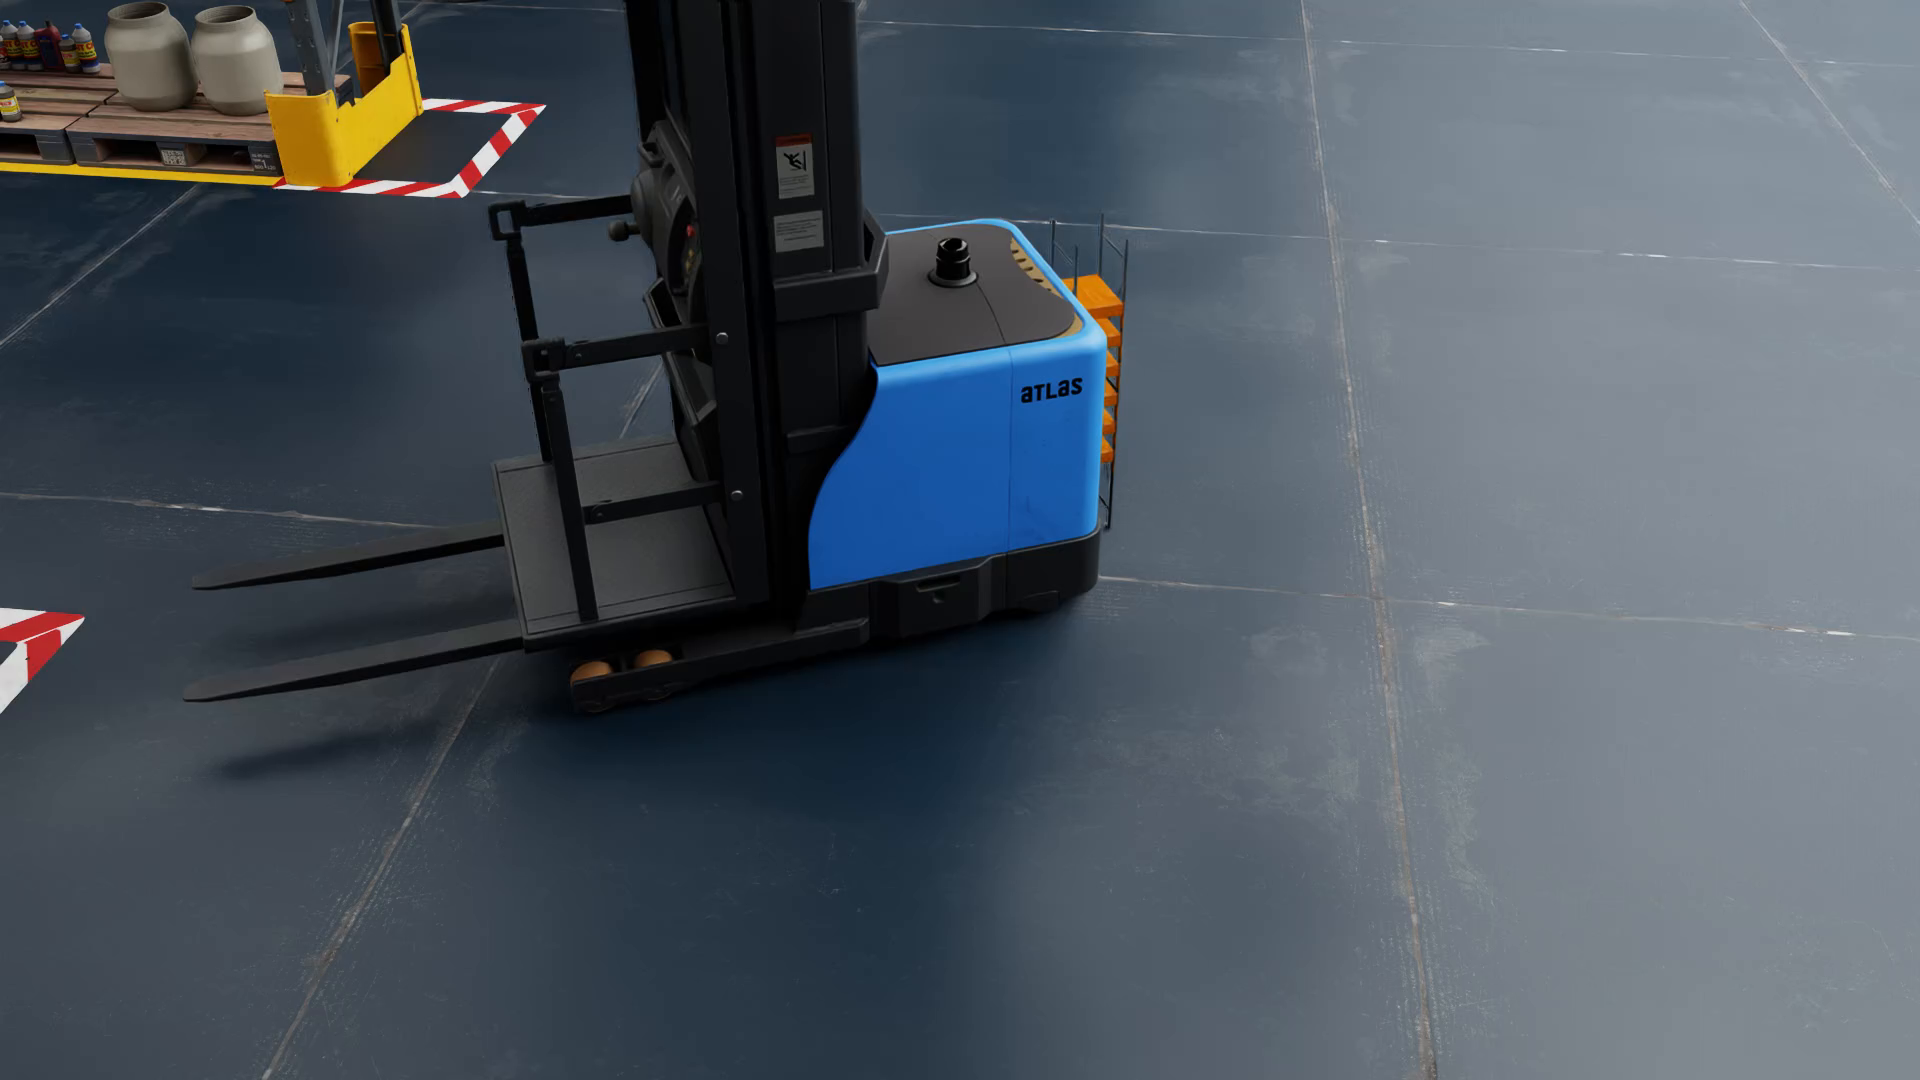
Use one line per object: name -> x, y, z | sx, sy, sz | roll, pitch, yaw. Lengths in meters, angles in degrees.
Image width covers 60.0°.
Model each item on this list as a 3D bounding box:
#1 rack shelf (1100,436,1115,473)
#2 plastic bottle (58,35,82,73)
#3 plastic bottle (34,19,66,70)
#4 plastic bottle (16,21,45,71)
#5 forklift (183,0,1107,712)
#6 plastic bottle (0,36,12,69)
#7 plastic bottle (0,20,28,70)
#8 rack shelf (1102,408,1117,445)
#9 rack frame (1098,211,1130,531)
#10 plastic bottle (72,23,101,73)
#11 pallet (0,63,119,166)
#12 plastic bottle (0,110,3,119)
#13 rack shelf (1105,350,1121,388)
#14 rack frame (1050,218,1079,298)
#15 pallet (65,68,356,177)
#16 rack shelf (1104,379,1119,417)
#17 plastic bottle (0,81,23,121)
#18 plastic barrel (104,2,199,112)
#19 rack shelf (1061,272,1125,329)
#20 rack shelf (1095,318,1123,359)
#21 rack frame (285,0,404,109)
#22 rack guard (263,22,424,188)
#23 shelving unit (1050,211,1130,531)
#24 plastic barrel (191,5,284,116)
rack shelf -> 0.444, -0.342, 6.185 | 0.180, 0.103, 0.258 | -11, 37, -15
plastic bottle -> -5.173, -2.833, 9.667 | 0.097, 0.201, 0.097 | 0, 36, 0
plastic bottle -> -5.293, -2.886, 9.671 | 0.133, 0.283, 0.061 | 5, 36, 7
plastic bottle -> -5.411, -2.879, 9.672 | 0.097, 0.271, 0.097 | 0, 36, 0
forklift -> -1.083, -0.973, 5.091 | 3.031, 2.935, 1.130 | -11, 37, -15
plastic bottle -> -5.608, -2.865, 9.713 | 0.097, 0.201, 0.097 | 0, 36, 0
plastic bottle -> -5.510, -2.886, 9.682 | 0.097, 0.271, 0.097 | 0, 36, 0
rack shelf -> 0.444, -0.439, 6.116 | 0.180, 0.103, 0.258 | -11, 37, -15
rack frame -> 0.531, -0.590, 6.044 | 0.006, 1.200, 0.240 | -11, 37, -15
plastic bottle -> -5.071, -2.854, 9.636 | 0.097, 0.271, 0.097 | 0, 36, 0
pallet -> -5.405, -2.470, 9.529 | 1.213, 0.211, 1.003 | 4, 36, 6
plastic bottle -> -5.308, -2.426, 9.027 | 0.133, 0.283, 0.061 | 5, 36, 7
rack shelf -> 0.444, -0.635, 5.976 | 0.180, 0.103, 0.258 | -11, 37, -15
rack frame -> 0.357, -0.556, 5.997 | 0.006, 1.200, 0.240 | -11, 37, -15
pallet -> -4.199, -2.378, 9.400 | 1.213, 0.211, 1.003 | 4, 36, 6
rack shelf -> 0.444, -0.537, 6.046 | 0.180, 0.103, 0.258 | -11, 37, -15
plastic bottle -> -5.190, -2.395, 9.053 | 0.097, 0.201, 0.097 | 0, 36, 0
plastic barrel -> -4.472, -2.671, 9.191 | 0.421, 0.512, 0.421 | 0, 36, 0
rack shelf -> 0.444, -0.830, 5.837 | 0.180, 0.103, 0.258 | -11, 37, -15
rack shelf -> 0.444, -0.732, 5.907 | 0.180, 0.103, 0.258 | -11, 37, -15
rack frame -> -3.312, -3.471, 8.532 | 0.127, 3.000, 1.000 | 4, 36, 6
rack guard -> -3.393, -2.432, 9.228 | 0.348, 0.500, 1.175 | 4, 36, 6
shelving unit -> 0.444, -0.573, 6.020 | 0.189, 1.200, 0.258 | -11, 37, -15
plastic barrel -> -3.975, -2.634, 9.139 | 0.421, 0.512, 0.421 | 0, 36, 0
